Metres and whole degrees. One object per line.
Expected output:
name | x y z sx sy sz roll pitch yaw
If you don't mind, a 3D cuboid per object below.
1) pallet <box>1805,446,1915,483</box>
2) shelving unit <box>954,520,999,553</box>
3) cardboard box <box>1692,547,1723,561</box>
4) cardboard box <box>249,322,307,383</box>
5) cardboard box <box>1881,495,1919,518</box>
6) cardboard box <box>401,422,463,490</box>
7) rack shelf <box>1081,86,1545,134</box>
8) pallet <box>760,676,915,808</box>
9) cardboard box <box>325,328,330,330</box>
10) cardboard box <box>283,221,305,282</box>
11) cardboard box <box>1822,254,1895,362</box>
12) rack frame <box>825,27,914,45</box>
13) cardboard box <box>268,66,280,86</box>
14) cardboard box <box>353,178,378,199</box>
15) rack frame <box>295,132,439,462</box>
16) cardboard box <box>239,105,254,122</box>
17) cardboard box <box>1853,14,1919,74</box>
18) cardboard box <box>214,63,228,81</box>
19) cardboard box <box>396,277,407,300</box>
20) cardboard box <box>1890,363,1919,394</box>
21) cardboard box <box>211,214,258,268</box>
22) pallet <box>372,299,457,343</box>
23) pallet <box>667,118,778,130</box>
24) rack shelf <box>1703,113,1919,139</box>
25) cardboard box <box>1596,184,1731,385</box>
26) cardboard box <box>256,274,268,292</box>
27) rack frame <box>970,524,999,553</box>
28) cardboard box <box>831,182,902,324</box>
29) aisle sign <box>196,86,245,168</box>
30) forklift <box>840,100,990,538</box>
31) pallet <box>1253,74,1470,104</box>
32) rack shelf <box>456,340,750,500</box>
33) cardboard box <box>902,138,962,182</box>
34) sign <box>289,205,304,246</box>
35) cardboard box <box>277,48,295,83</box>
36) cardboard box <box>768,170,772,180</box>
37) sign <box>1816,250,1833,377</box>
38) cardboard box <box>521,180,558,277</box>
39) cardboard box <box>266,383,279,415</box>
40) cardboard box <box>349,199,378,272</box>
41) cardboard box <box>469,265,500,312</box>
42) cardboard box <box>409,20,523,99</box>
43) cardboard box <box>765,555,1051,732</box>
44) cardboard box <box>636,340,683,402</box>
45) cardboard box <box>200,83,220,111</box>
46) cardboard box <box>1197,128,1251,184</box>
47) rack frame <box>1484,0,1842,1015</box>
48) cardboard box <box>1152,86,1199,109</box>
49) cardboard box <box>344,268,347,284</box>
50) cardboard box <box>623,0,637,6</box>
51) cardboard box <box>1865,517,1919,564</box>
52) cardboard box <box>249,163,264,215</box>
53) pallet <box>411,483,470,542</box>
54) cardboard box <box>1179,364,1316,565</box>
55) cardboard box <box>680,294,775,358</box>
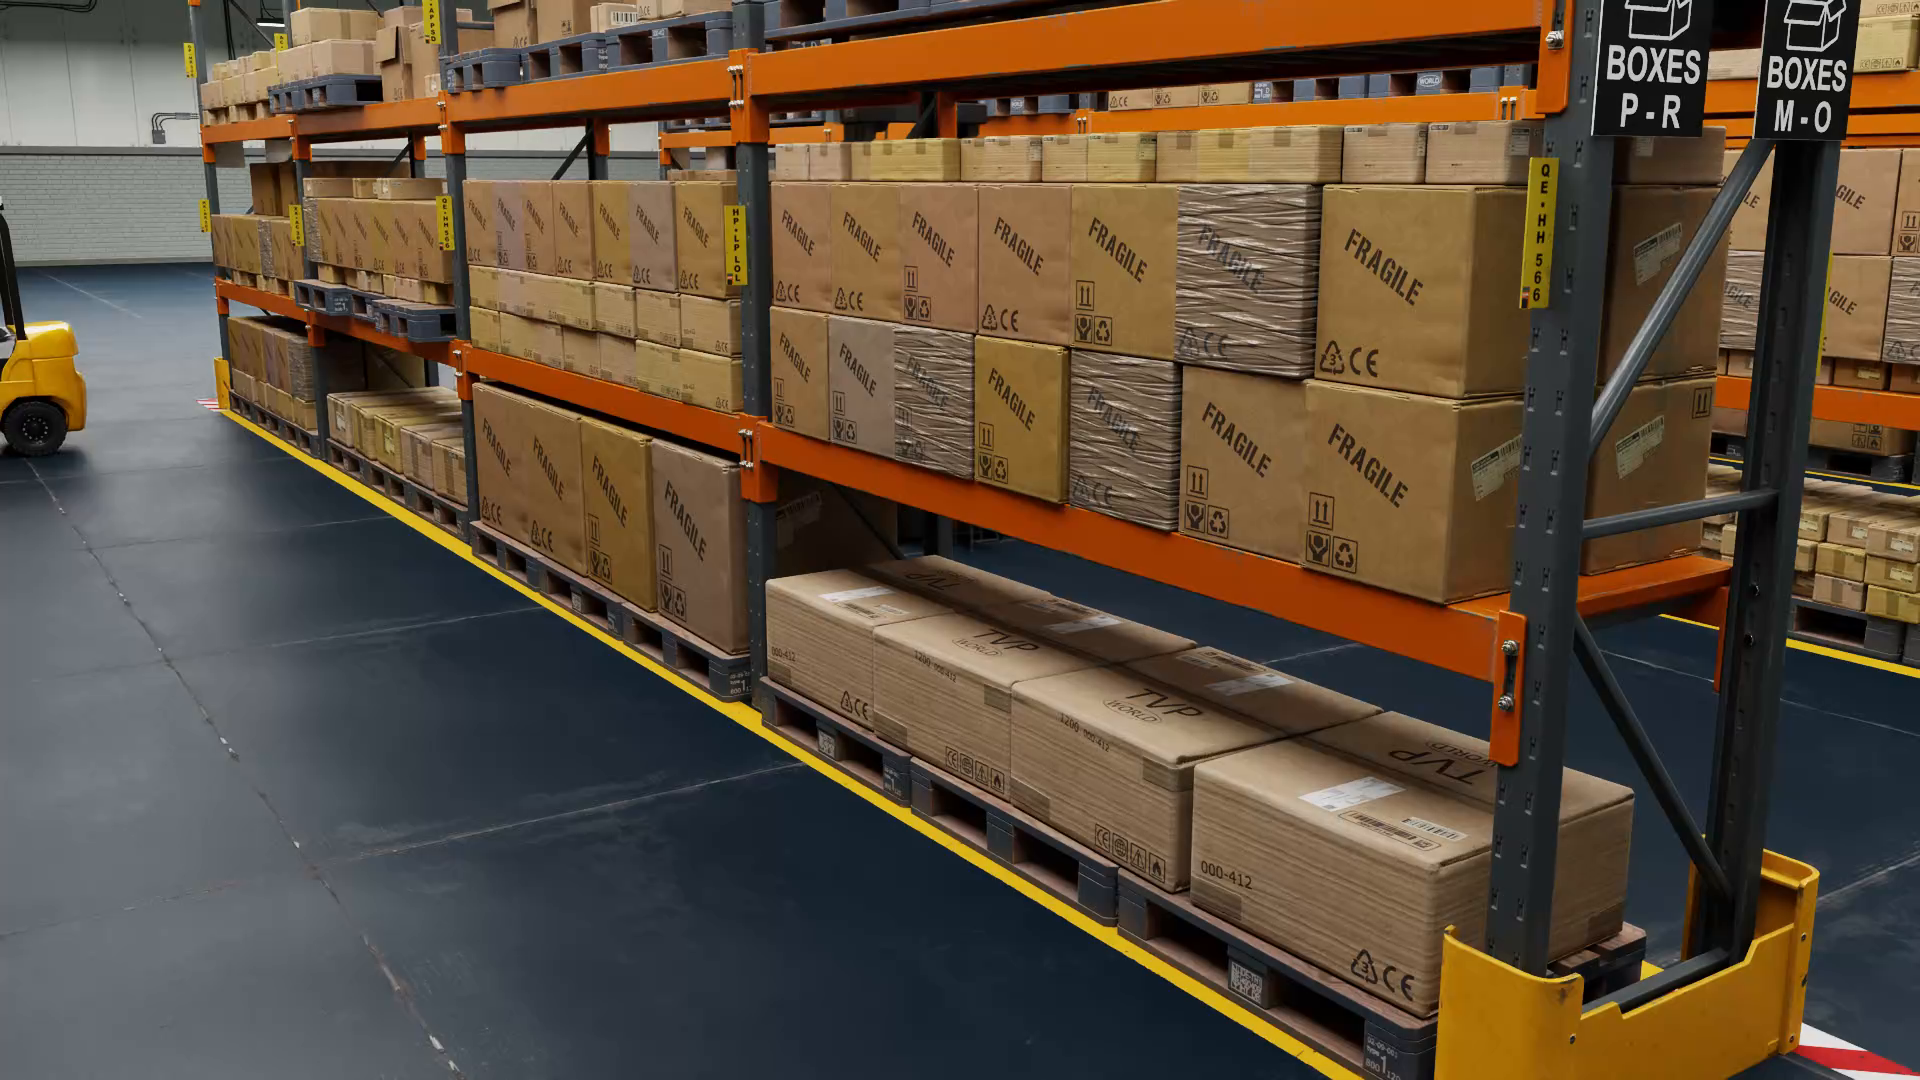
pallet | 7.277 -0.704 13.585 1.003 0.211 1.213 -8 15 -33
shelving unit | 0.106 -0.464 10.525 0.215 1.050 0.252 -6 14 -24
cardboard box | 4.206 0.090 9.118 0.380 0.149 0.250 -9 15 -35
cardboard box | -6.336 -1.764 15.604 0.500 0.500 0.500 -8 15 -32
cardboard box | 5.046 -0.125 8.711 0.380 0.149 0.250 -8 15 -32
cardboard box | -3.419 -0.629 11.886 0.950 0.372 0.625 -8 15 -34
rack shelf | 2.474 -2.838 11.481 1.077 0.370 4.000 -8 15 -33
pallet | -0.126 0.742 6.974 1.003 0.211 1.213 -8 15 -33
cardboard box | -5.609 -1.739 15.489 0.500 0.500 0.500 -7 14 -30
cardboard box | -5.368 -2.431 14.027 0.500 0.500 0.500 -9 15 -34
cardboard box | 4.498 -1.172 8.268 0.500 0.500 0.500 -7 14 -30
rack frame | -0.850 -5.722 15.963 1.000 3.000 0.127 -8 15 -33
cardboard box | -5.384 -3.772 13.721 0.500 0.250 0.500 -8 15 -33
cardboard box | -4.261 -2.597 12.284 0.380 0.149 0.250 -7 14 -30
rack frame | -4.915 -2.187 13.843 1.000 3.000 0.127 -8 15 -33
cardboard box | -6.318 -3.872 15.115 0.380 0.149 0.250 -9 15 -34
cardboard box | 4.463 -2.371 8.010 0.500 0.250 0.500 -7 14 -30
cardboard box | -6.787 -4.395 15.640 0.380 0.149 0.250 -8 15 -33
cardboard box | -3.594 -1.713 11.279 0.380 0.149 0.250 -9 15 -35
cardboard box | 4.742 -0.798 8.079 0.380 0.149 0.250 -9 15 -35
cardboard box | -7.099 -2.976 16.518 0.500 0.500 0.500 -8 15 -34
pallet | -3.182 -1.496 11.132 1.213 0.211 1.003 -8 15 -33
pallet | -2.646 -4.794 18.948 1.003 0.211 1.213 -8 15 -33
rack shelf | 6.660 -3.407 14.083 1.077 0.370 4.000 -8 15 -33
cardboard box | 1.705 -0.710 4.510 0.500 0.500 0.500 -8 15 -34
cardboard box | -6.202 -2.356 15.204 0.380 0.149 0.250 -8 15 -32
rack frame | 0.157 -0.440 10.417 0.200 1.050 0.008 -6 14 -24
cardboard box | -0.145 -1.098 6.286 0.500 0.500 0.500 -8 15 -33
aisle sign | -7.423 -4.143 16.700 0.394 0.787 0.004 -8 15 -33
forklift | -0.543 -1.706 11.802 1.130 2.935 3.031 -6 14 -24
pallet | 2.752 -3.049 11.199 1.213 0.211 1.003 -8 15 -33
rack shelf | -1.590 -0.769 9.040 1.077 0.370 4.000 -8 15 -33
cardboard box | 0.018 -1.346 5.901 0.380 0.149 0.250 -9 15 -34
sign | -5.362 -2.545 13.450 0.100 0.325 0.005 -8 15 -33
cardboard box | -4.925 -3.633 12.801 0.500 0.250 0.500 -9 15 -34
cardboard box | -1.612 -3.658 17.689 0.875 0.550 0.550 -8 15 -33
sign | 2.199 -0.579 4.278 0.100 0.325 0.005 -8 15 -33
cardboard box | -2.072 -1.716 9.111 0.500 0.500 0.500 -8 14 -31
cardboard box | -6.047 -1.307 15.270 0.500 0.250 0.500 -8 15 -32
cardboard box | -4.060 -2.201 11.990 0.500 0.500 0.500 -9 15 -35
cardboard box | -2.623 -1.528 10.006 0.500 0.250 0.500 -8 15 -33
cardboard box | -3.215 -3.160 11.035 0.700 0.500 0.500 -8 15 -33
cardboard box | -0.224 0.406 6.997 0.875 0.438 0.875 -8 15 -34
cardboard box | -1.222 -0.832 7.996 0.500 0.250 0.500 -8 15 -34
cardboard box | -7.074 -4.315 16.206 0.500 0.250 0.500 -8 15 -34
cardboard box | 0.889 -1.075 4.665 0.380 0.149 0.250 -8 15 -31
rack frame | 1.734 -0.053 4.083 1.000 3.000 0.127 -8 15 -33
cardboard box | 1.744 -3.373 12.009 0.500 0.500 0.500 -8 15 -33
cardboard box | -4.520 -2.047 12.807 0.380 0.149 0.250 -7 14 -29
cardboard box | -1.481 -2.916 8.937 0.500 0.500 0.500 -8 15 -32
cardboard box | 4.668 -0.001 8.145 0.380 0.149 0.250 -7 14 -31
cardboard box | -6.666 -3.516 16.649 0.700 0.500 0.500 -9 15 -34
pallet | -3.130 -0.253 11.524 1.003 0.211 1.213 -8 15 -33
cardboard box | 0.981 -0.247 4.738 0.500 0.500 0.500 -8 15 -34
cardboard box | -0.929 -0.985 7.526 0.500 0.250 0.500 -8 15 -33
